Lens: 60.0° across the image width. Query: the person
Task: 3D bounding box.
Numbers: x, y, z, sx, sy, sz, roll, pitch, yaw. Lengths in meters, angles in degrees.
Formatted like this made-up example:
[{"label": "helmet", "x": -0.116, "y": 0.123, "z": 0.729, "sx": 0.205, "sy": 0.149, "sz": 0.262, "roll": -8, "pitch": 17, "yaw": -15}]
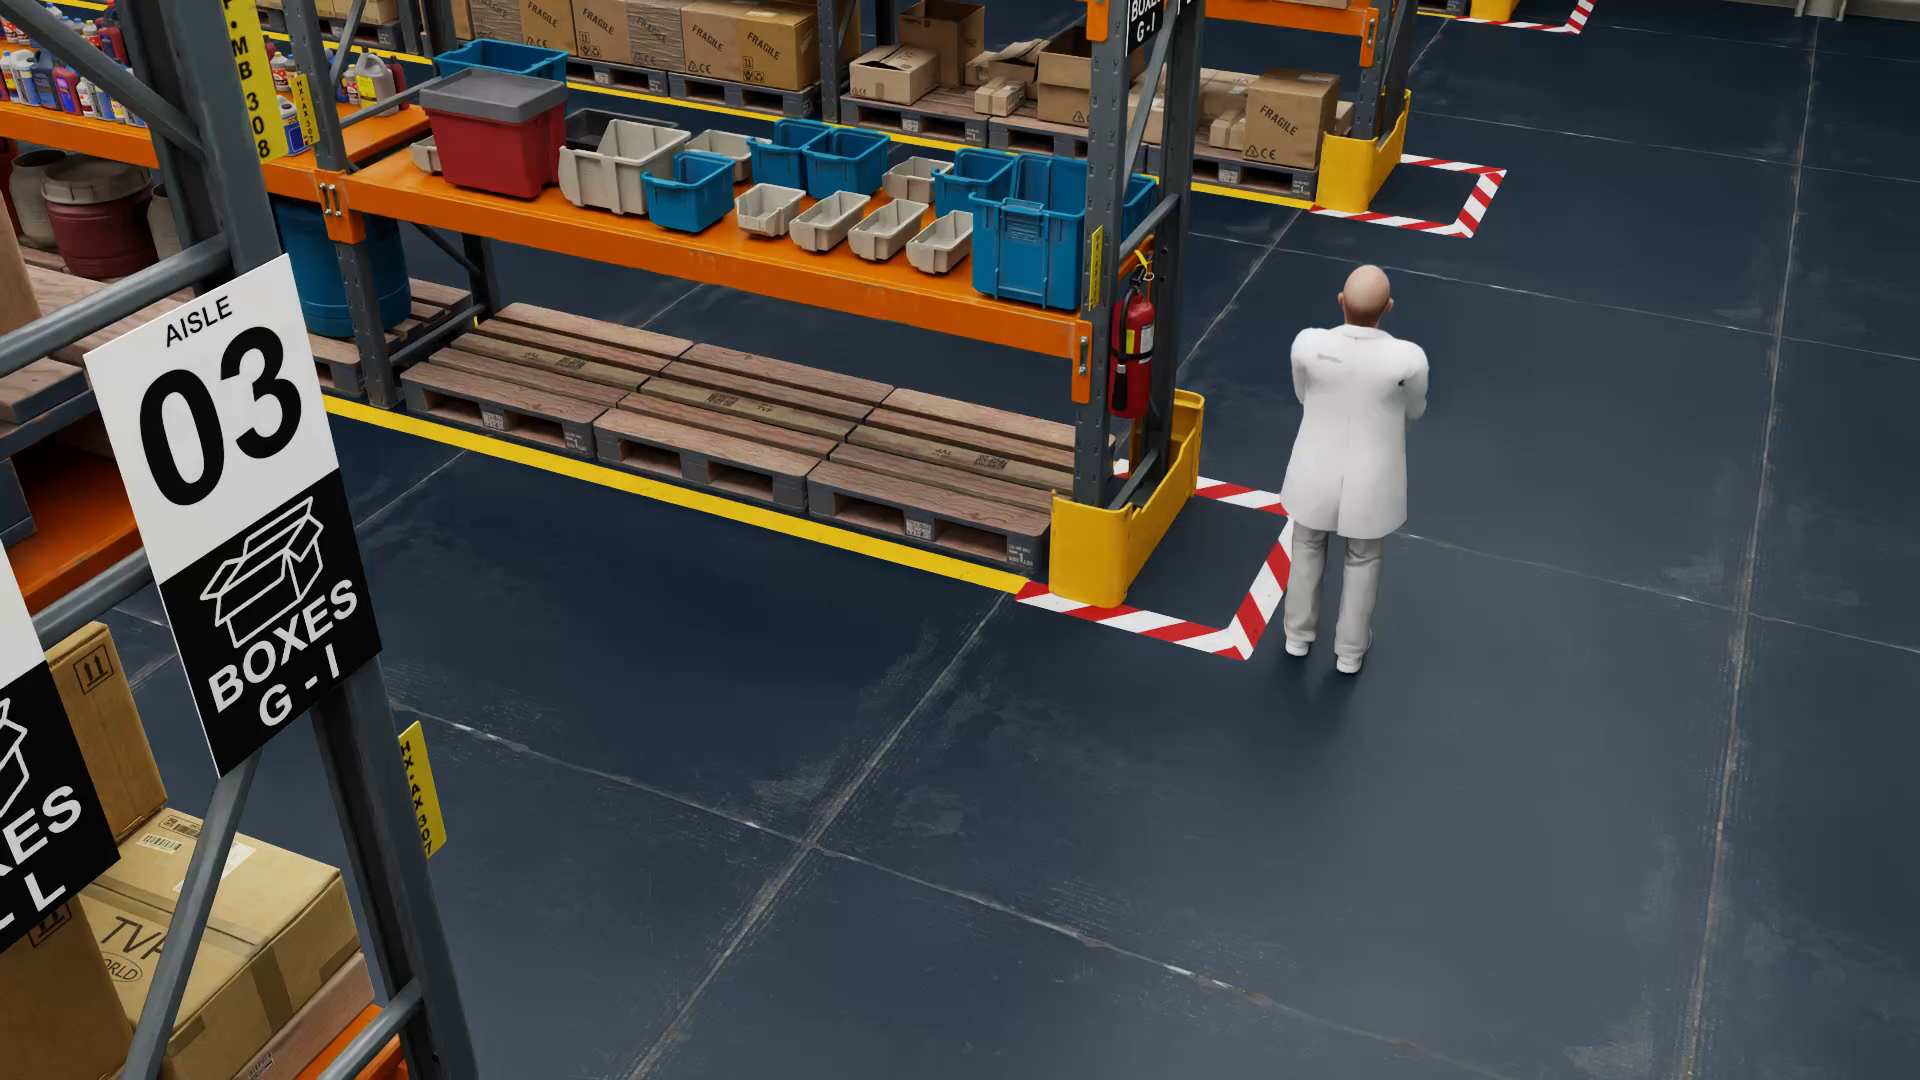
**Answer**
[{"label": "person", "x": 1.559, "y": -0.329, "z": 6.661, "sx": 0.529, "sy": 1.772, "sz": 0.560, "roll": 11, "pitch": 35, "yaw": 17}]
